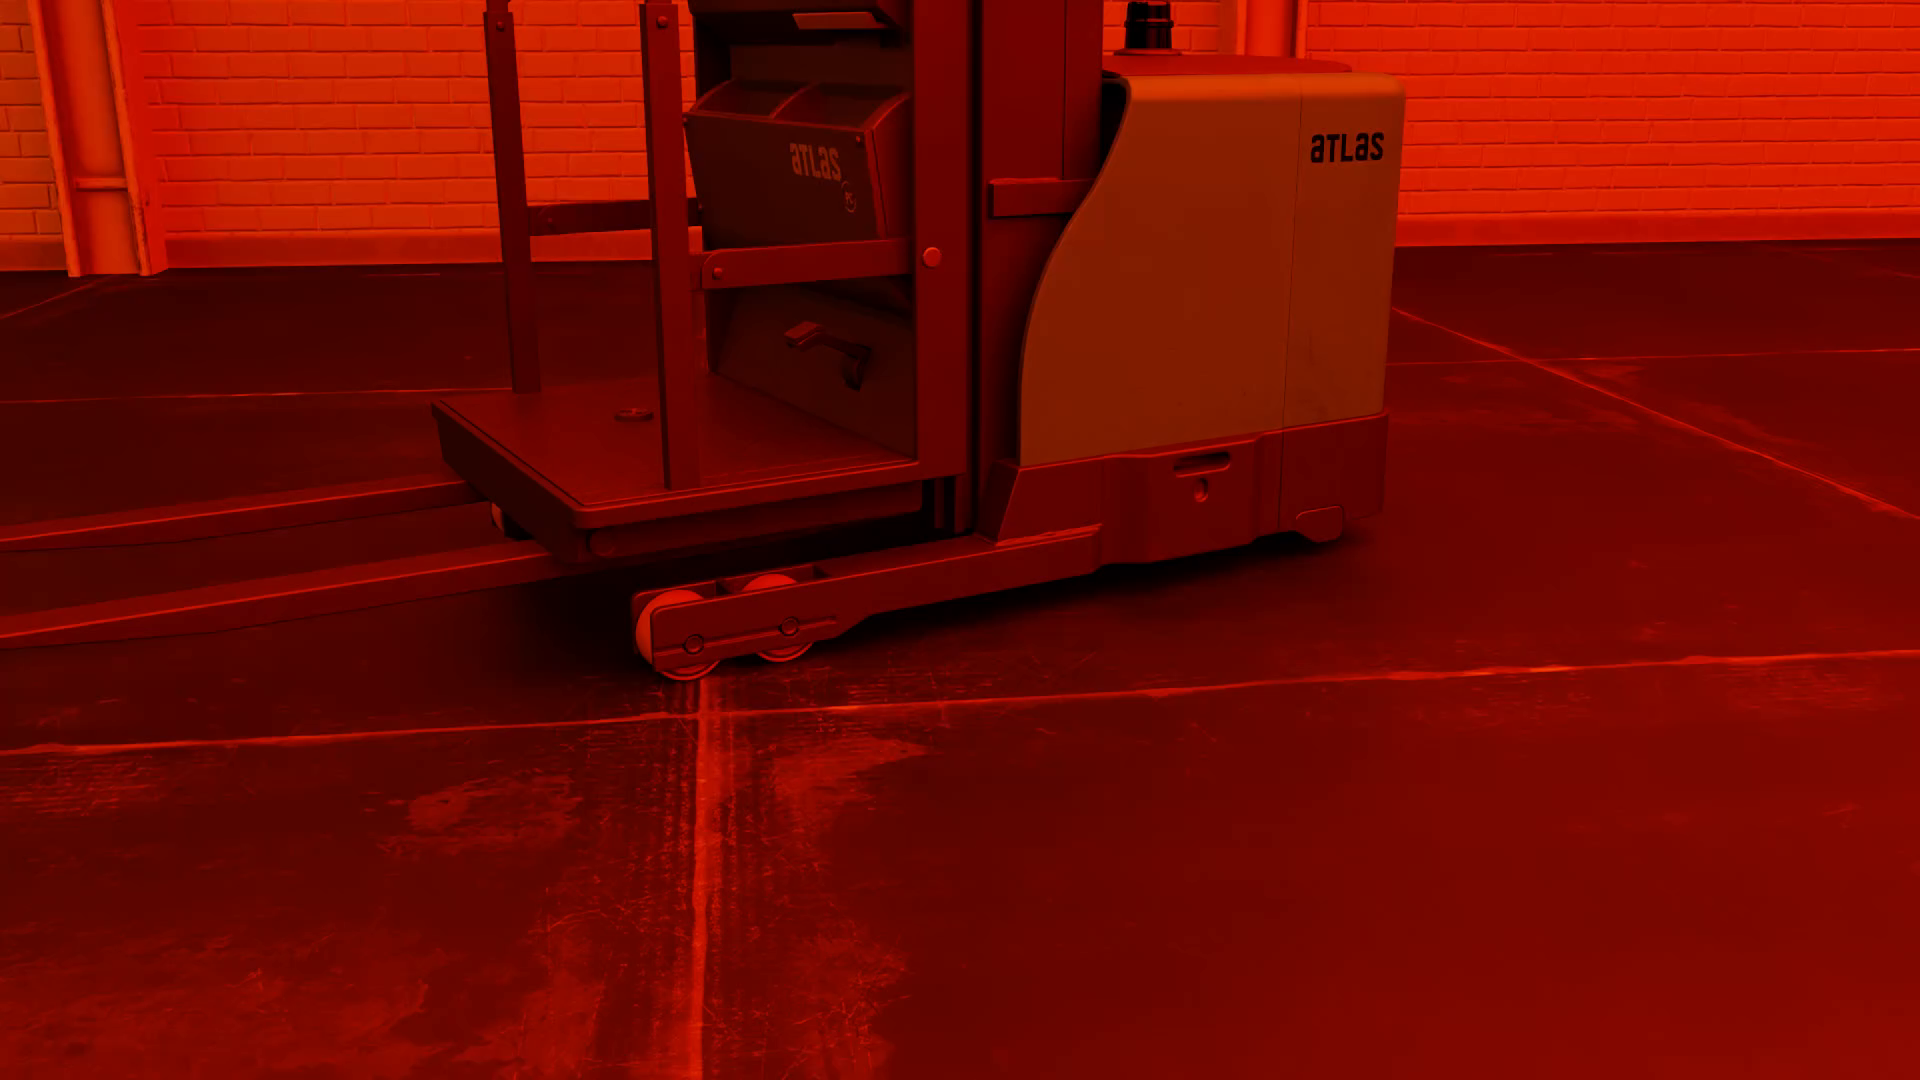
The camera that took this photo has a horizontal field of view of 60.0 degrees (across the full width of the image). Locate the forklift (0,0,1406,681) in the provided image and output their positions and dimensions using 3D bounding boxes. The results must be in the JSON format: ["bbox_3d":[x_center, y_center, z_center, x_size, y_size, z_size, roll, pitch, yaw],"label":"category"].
[{"bbox_3d":[-0.526,-1.315,3.251,3.031,2.935,1.130,-10,19,-29],"label":"forklift"}]
